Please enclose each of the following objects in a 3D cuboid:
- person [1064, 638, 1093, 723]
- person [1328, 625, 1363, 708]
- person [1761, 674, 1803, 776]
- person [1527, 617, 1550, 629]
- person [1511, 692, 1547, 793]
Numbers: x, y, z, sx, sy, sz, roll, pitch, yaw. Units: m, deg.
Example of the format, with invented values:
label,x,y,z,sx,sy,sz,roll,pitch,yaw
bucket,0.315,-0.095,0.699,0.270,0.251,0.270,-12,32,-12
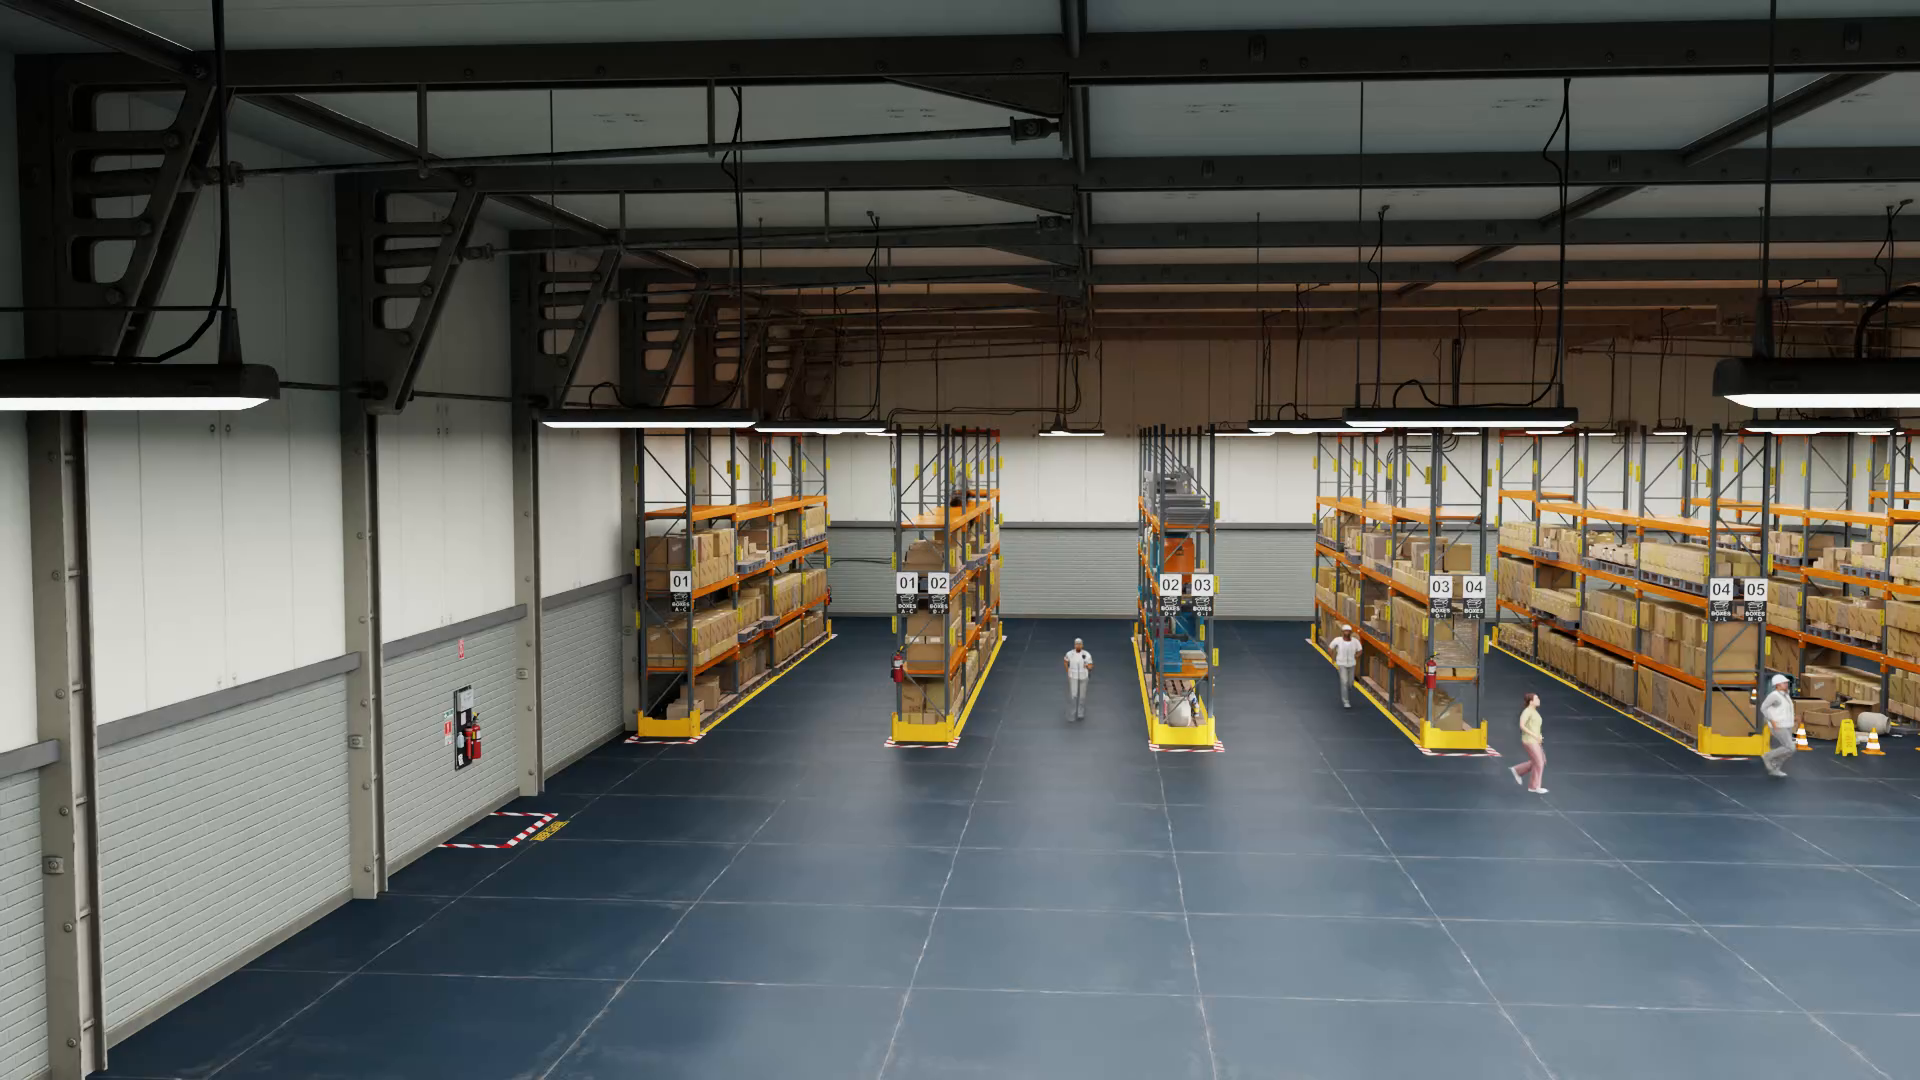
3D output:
label,x,y,z,sx,sy,sz,roll,pitch,yaw
person,2.407,2.850,33.758,0.586,1.717,0.694,0,3,0
person,8.257,2.676,35.521,0.722,1.757,0.835,0,3,-2
person,13.920,3.145,28.120,0.660,1.730,0.570,-3,5,-40
person,16.363,2.070,47.330,0.578,1.554,0.833,-3,5,-40
person,9.208,3.272,26.920,0.600,1.633,0.605,2,4,33
